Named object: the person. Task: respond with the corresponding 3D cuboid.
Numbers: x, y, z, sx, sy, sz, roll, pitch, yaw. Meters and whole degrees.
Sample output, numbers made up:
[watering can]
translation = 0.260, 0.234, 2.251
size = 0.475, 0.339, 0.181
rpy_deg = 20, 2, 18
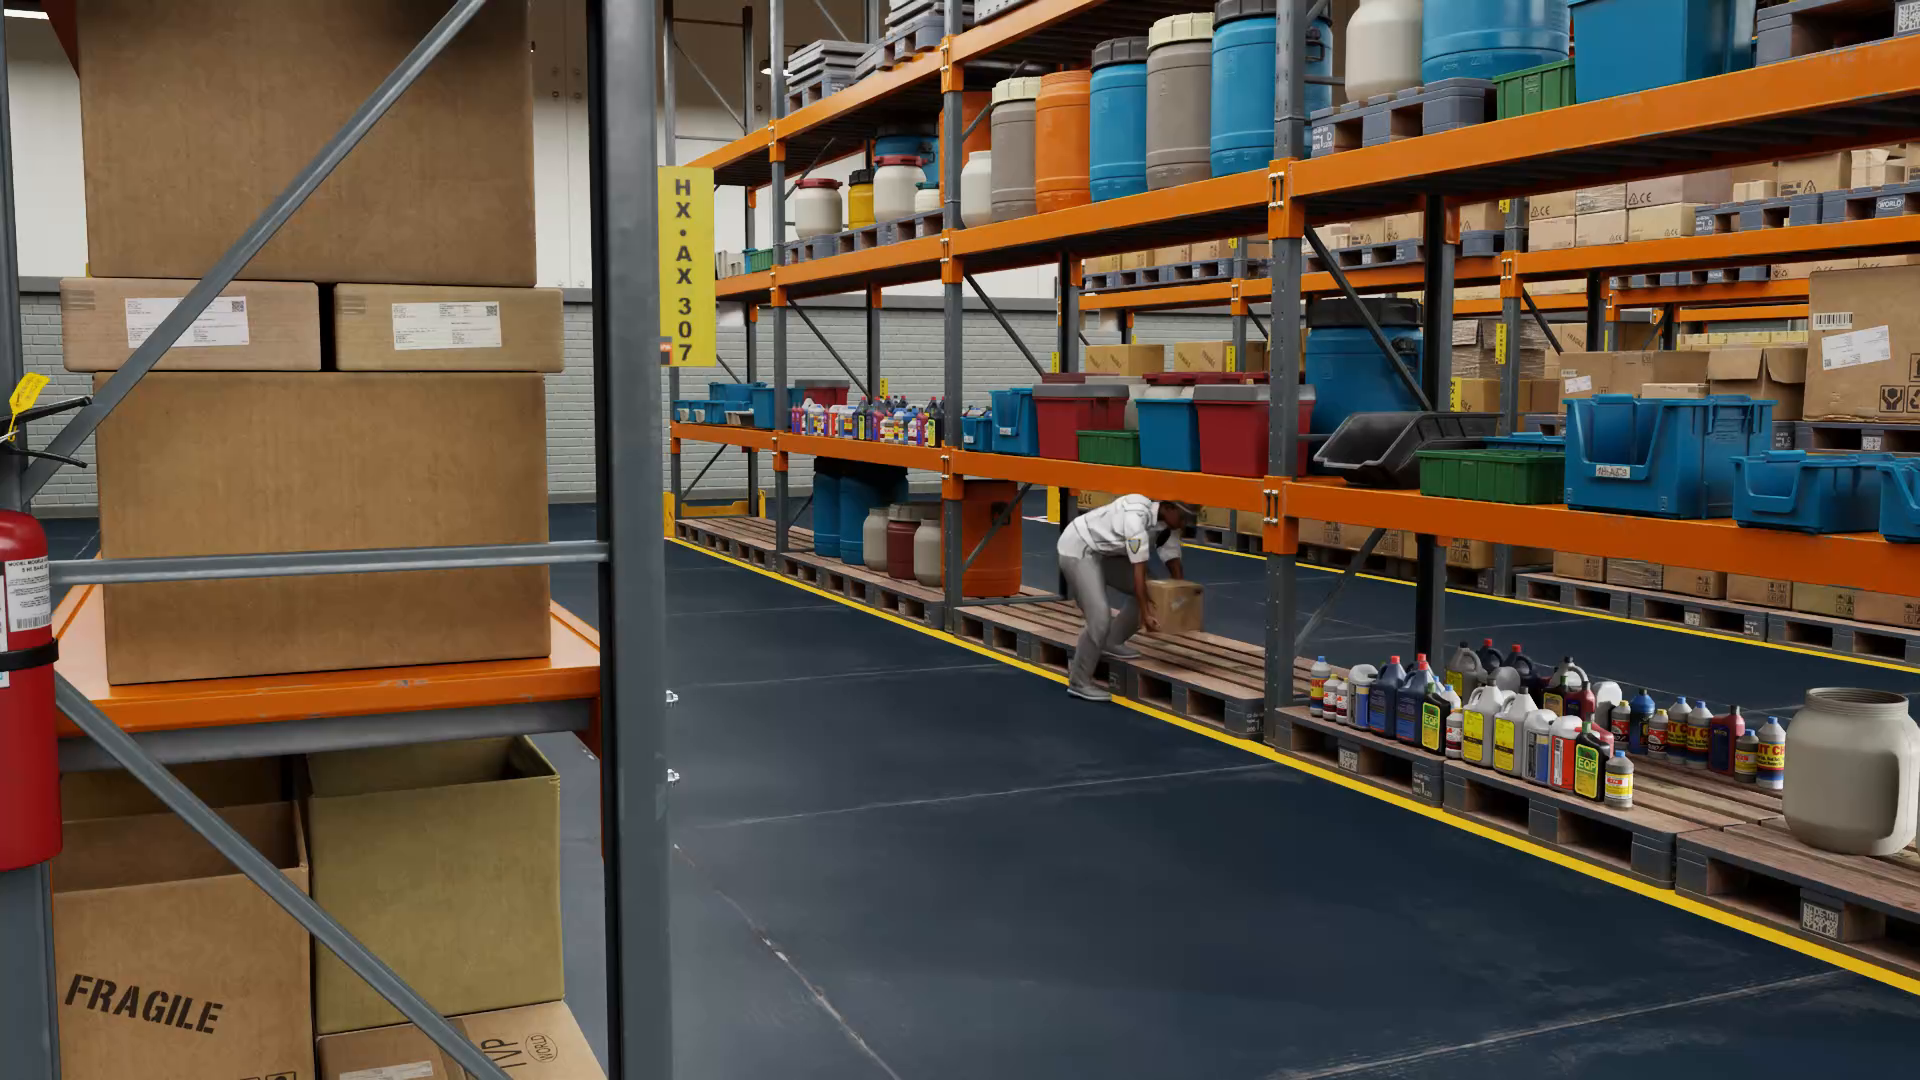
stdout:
[person]
translation = 0.969, 0.275, 9.296
size = 0.893, 1.256, 0.464
rpy_deg = 4, 7, 39
